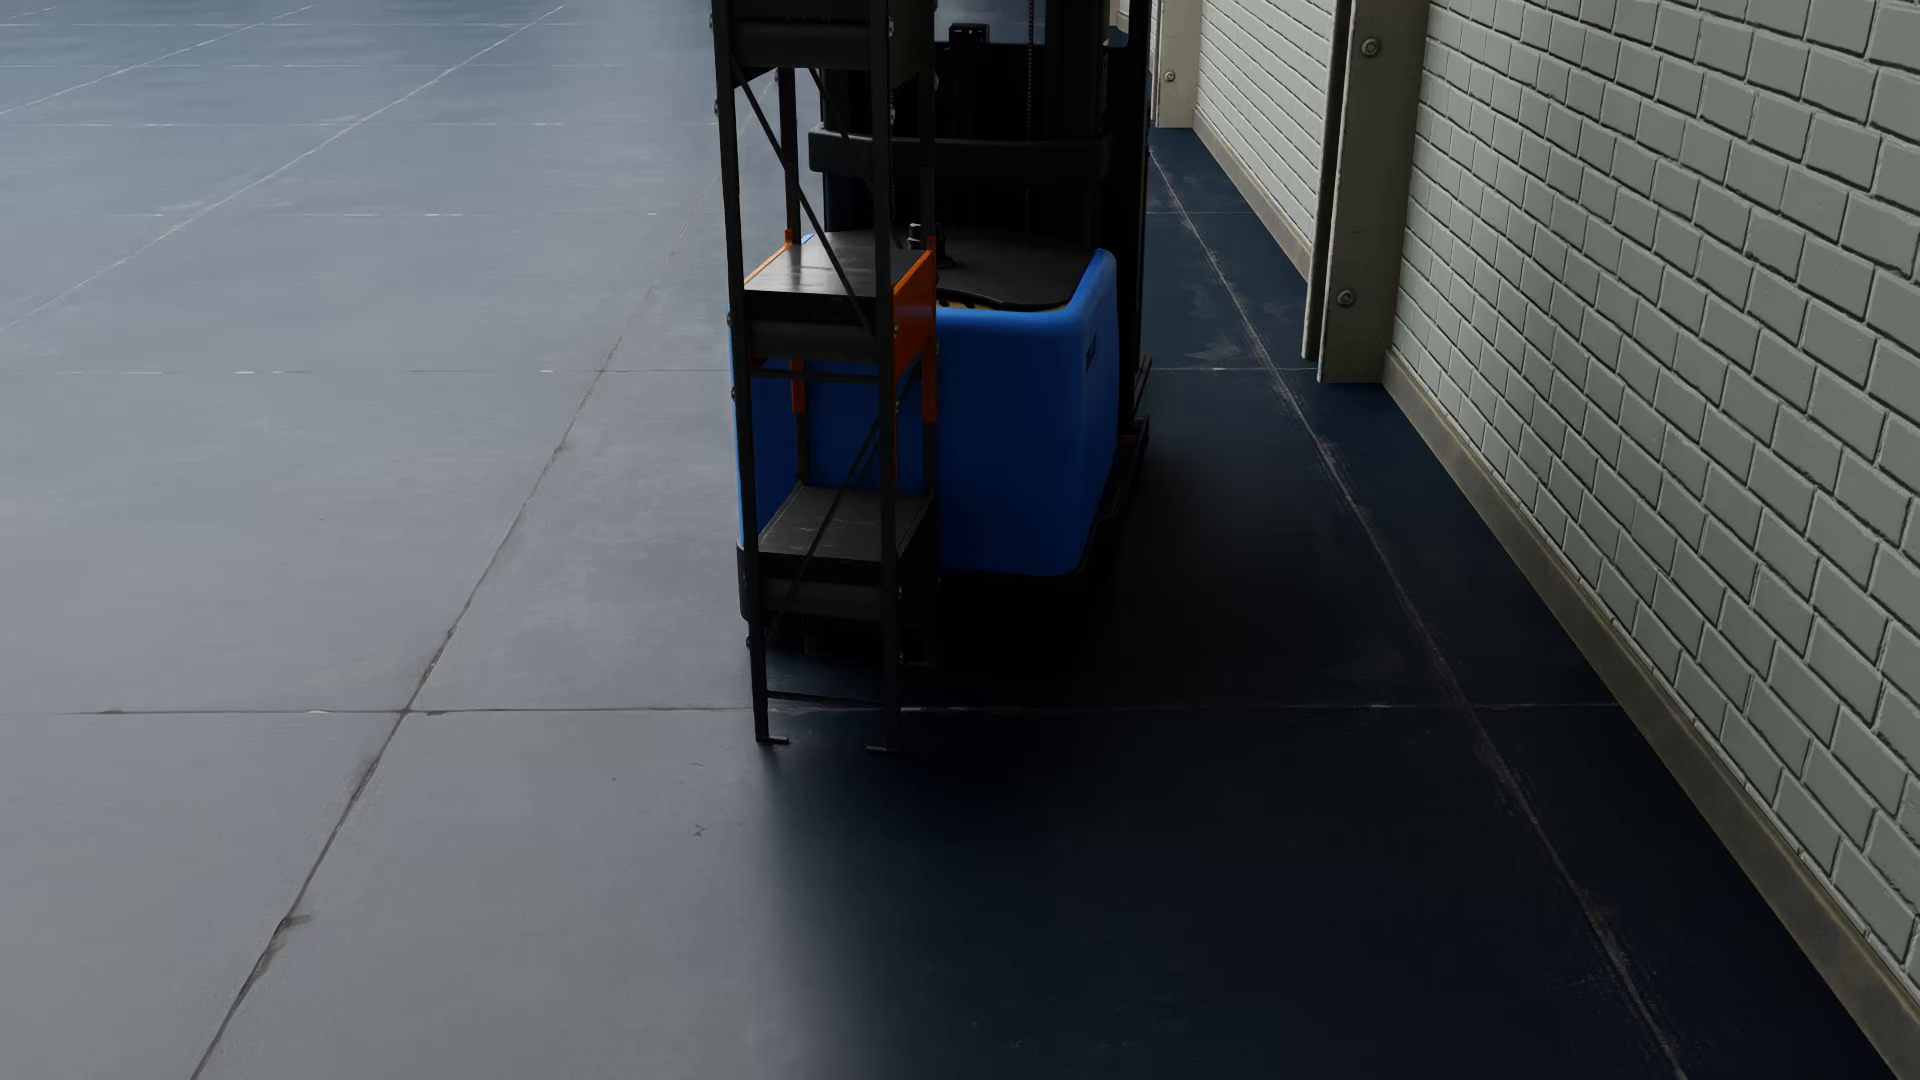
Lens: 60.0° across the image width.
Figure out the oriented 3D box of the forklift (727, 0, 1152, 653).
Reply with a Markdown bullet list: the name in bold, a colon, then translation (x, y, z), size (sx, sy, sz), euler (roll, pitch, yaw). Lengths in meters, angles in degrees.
- **forklift**: translation (0.123, -1.587, 5.702), size (1.130, 2.935, 3.031), euler (5, 25, 10)

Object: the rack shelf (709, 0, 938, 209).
- **rack shelf**: translation (-0.313, -1.121, 4.014), size (0.431, 0.518, 0.480), euler (5, 25, 10)

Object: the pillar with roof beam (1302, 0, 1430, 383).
- **pillar with roof beam**: translation (-2.582, -4.849, 5.552), size (9.100, 9.000, 0.400), euler (0, 24, -1)

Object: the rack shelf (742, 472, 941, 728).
- **rack shelf**: translation (-0.313, 0.155, 4.591), size (0.431, 0.518, 0.480), euler (5, 25, 10)

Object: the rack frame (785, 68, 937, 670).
- **rack frame**: translation (-0.264, -0.594, 4.515), size (0.400, 2.100, 0.015), euler (5, 25, 10)

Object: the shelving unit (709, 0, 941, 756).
- **shelving unit**: translation (-0.313, -0.495, 4.297), size (0.431, 2.100, 0.503), euler (5, 25, 10)

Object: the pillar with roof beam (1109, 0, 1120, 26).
- **pillar with roof beam**: translation (-2.713, -9.794, 16.485), size (9.100, 9.000, 0.400), euler (0, 24, -1)

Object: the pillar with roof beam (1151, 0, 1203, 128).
- **pillar with roof beam**: translation (-2.648, -7.322, 11.019), size (9.100, 9.000, 0.400), euler (0, 24, -1)

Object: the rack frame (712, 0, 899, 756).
- **rack frame**: translation (-0.361, -0.397, 4.079), size (0.400, 2.100, 0.015), euler (5, 25, 10)

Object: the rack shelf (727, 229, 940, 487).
- **rack shelf**: translation (-0.313, -0.483, 4.303), size (0.431, 0.518, 0.480), euler (5, 25, 10)
